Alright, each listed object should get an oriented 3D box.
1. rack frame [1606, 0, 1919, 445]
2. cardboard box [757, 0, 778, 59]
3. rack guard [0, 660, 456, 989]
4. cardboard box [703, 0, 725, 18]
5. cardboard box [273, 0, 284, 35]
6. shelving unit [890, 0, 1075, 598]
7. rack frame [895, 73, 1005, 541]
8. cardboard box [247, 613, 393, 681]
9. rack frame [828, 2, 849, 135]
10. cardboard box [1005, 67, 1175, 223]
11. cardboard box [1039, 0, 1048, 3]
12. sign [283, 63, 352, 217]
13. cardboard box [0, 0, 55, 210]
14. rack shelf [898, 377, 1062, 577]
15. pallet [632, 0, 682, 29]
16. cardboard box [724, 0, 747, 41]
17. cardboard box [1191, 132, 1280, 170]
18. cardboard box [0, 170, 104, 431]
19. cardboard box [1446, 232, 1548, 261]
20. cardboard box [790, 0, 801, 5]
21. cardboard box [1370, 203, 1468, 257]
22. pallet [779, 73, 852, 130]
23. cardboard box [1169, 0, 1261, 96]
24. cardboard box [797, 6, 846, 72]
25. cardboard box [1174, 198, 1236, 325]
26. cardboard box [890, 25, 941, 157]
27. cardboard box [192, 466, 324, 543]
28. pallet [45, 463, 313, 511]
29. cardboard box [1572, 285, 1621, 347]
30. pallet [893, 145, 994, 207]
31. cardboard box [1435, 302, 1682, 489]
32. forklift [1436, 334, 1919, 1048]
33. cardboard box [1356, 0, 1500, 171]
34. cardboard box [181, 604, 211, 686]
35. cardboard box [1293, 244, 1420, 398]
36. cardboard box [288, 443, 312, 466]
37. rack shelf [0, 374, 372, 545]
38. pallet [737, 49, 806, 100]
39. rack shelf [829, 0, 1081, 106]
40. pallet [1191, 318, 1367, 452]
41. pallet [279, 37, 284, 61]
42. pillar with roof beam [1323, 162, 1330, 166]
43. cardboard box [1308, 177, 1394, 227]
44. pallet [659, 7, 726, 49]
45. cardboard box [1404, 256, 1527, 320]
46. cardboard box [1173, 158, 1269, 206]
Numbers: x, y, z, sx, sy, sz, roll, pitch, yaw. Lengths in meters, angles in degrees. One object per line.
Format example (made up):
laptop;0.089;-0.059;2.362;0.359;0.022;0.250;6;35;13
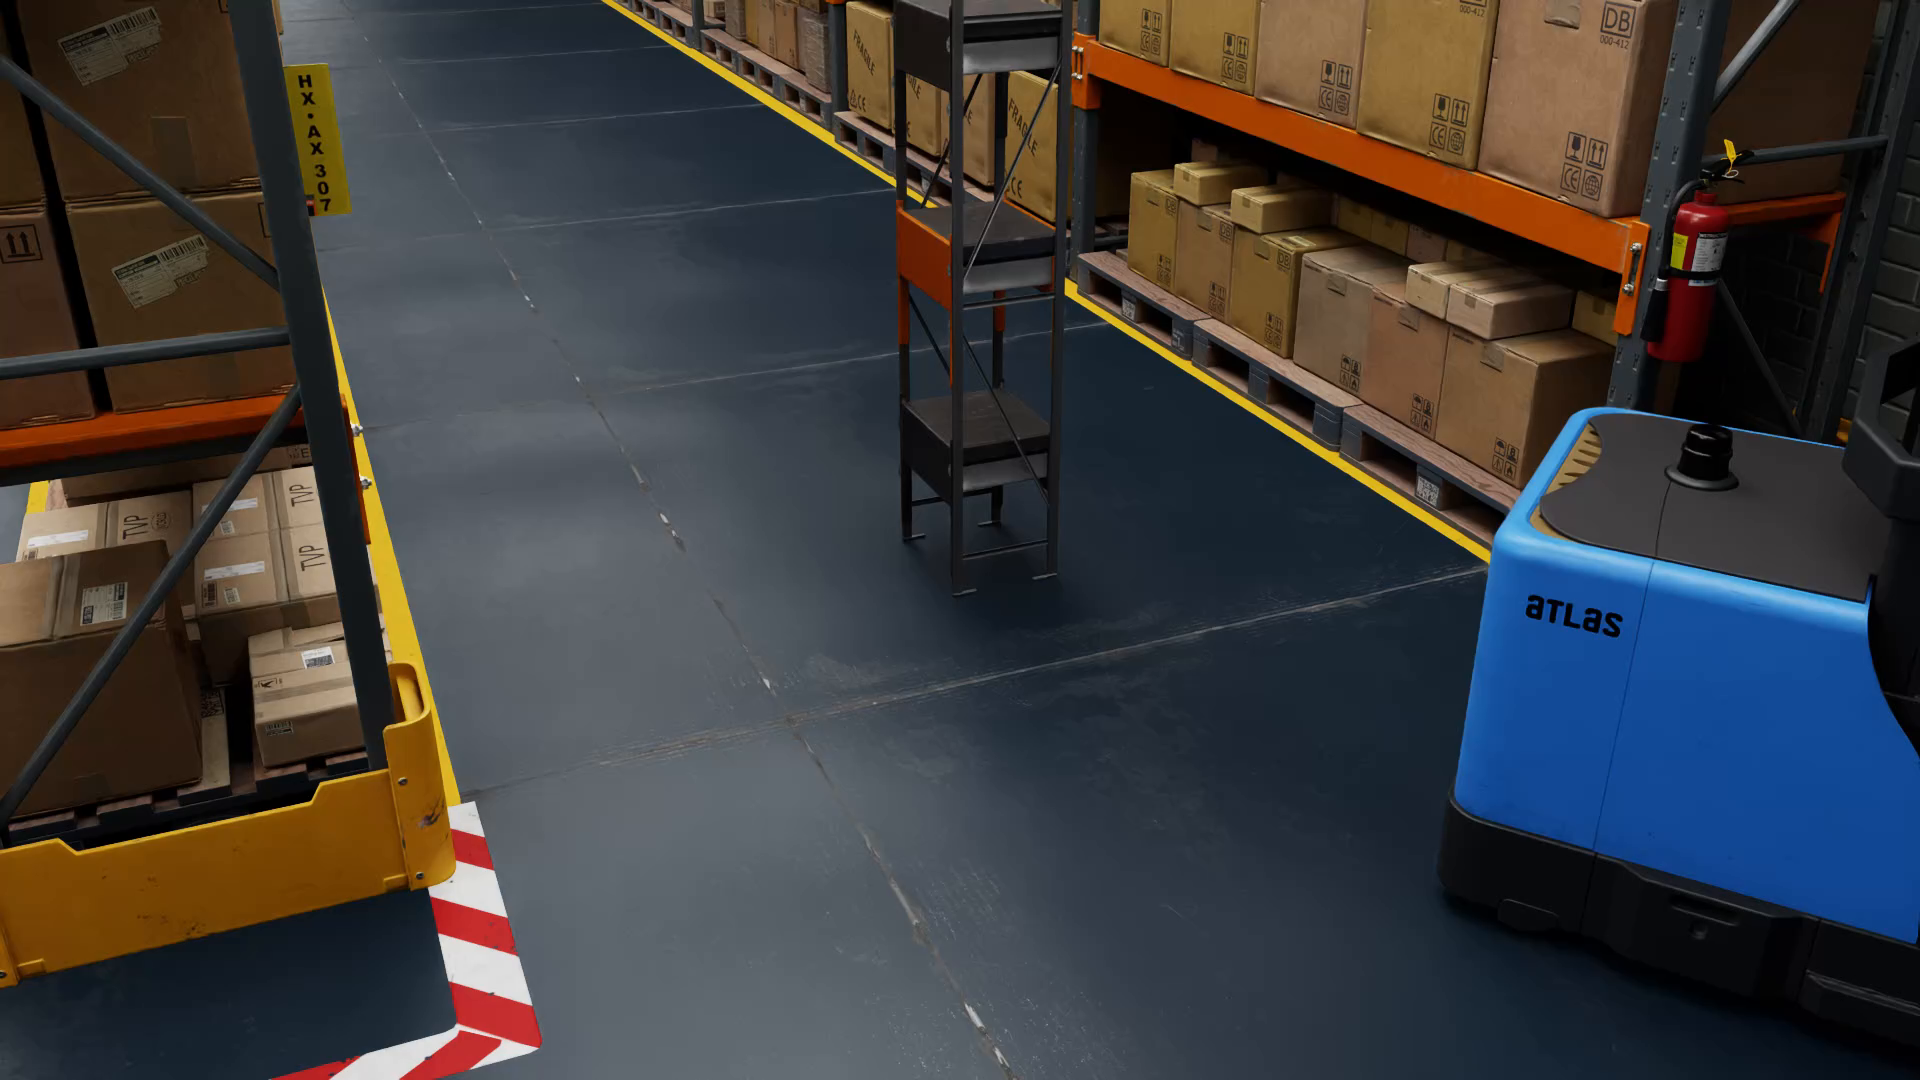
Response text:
rack frame;2.654;-1.239;5.369;1.000;3.000;0.127;-11;28;-21
cardboard box;-1.330;-4.451;14.295;0.700;0.500;0.500;-10;28;-20
rack guard;-1.932;0.706;4.234;1.175;0.500;0.348;-11;28;-21
cardboard box;-2.282;-5.219;16.248;0.380;0.166;0.250;-15;30;-27
cardboard box;-3.448;-2.465;7.286;0.700;0.500;0.500;-22;34;-37
shelving unit;0.065;-0.877;5.652;0.431;2.100;0.503;-11;28;-21
rack frame;-0.031;-0.975;5.854;0.400;2.100;0.015;-11;28;-21
cardboard box;-1.848;0.360;4.822;0.380;0.166;0.250;-11;28;-21
rack frame;-0.479;-4.469;11.984;1.000;3.000;0.127;-11;28;-21
cardboard box;0.714;-2.317;9.548;0.750;0.750;0.750;-10;28;-20
cardboard box;0.574;-2.936;9.107;0.380;0.149;0.250;-10;28;-20
sign;-1.403;-0.869;3.624;0.100;0.325;0.005;-11;28;-21
cardboard box;-2.329;-1.013;3.653;0.500;0.500;0.500;-11;28;-21
rack shelf;0.065;-0.235;5.966;0.431;0.518;0.480;-11;28;-21
pallet;-2.822;-5.589;17.456;1.003;0.211;1.213;-11;28;-21
cardboard box;-1.741;-4.864;15.140;0.700;0.500;0.500;-10;28;-19
cardboard box;1.412;-1.984;8.526;0.380;0.149;0.250;-11;28;-21
cardboard box;-2.328;-0.565;3.875;0.500;0.500;0.500;-10;28;-19
cardboard box;2.225;-1.151;6.819;0.380;0.149;0.250;-10;28;-20
cardboard box;-1.180;-4.610;13.765;0.500;0.250;0.500;-11;28;-21
cardboard box;2.023;-1.357;7.241;0.380;0.149;0.250;-10;28;-20
pallet;-0.783;-3.531;13.242;1.003;0.211;1.213;-11;28;-21
cardboard box;1.566;-2.471;7.551;0.980;0.700;0.700;-11;28;-22
cardboard box;-0.903;-4.053;13.479;0.700;0.500;0.500;-11;28;-21
cardboard box;1.480;-1.396;8.062;0.700;0.500;0.500;-11;28;-21
cardboard box;0.026;-3.017;10.982;0.750;0.750;0.750;-11;28;-21
cardboard box;-2.246;-0.021;5.506;0.500;0.250;0.500;-11;28;-21
pallet;-2.719;0.023;5.963;1.003;0.211;1.213;-11;28;-21
cardboard box;2.521;-0.845;6.194;0.380;0.149;0.250;-10;28;-20
pallet;0.235;-2.393;10.910;1.003;0.211;1.213;-11;28;-21
cardboard box;2.288;-0.570;6.369;0.700;0.500;0.500;-11;28;-21
forklift;2.772;-0.234;3.388;3.031;2.935;1.130;14;29;26
cardboard box;2.150;-1.870;6.319;0.980;0.700;0.700;-11;28;-21
cardboard box;-2.418;0.333;4.877;0.380;0.166;0.250;-11;28;-21
cardboard box;1.895;-0.975;7.198;0.700;0.500;0.500;-12;28;-22
cardboard box;-2.691;-0.507;6.432;0.500;0.311;0.500;-11;28;-21
rack shelf;-2.685;-0.871;5.434;1.077;0.370;4.000;-11;28;-21
pallet;-1.257;-4.023;14.249;1.003;0.211;1.213;-11;28;-21
rack shelf;0.305;-3.338;10.488;1.077;0.370;4.000;-11;28;-21
pallet;1.795;-0.787;7.622;1.003;0.211;1.213;-11;28;-21
pallet;-3.681;-2.256;7.671;1.003;0.211;1.213;-11;28;-21
pillar with roof beam;-1.803;-4.676;5.571;9.100;9.000;0.400;-11;28;-21
cardboard box;1.822;-1.563;7.664;0.380;0.149;0.250;-10;28;-20
pallet;-2.341;-5.096;16.446;1.003;0.211;1.213;-11;28;-21
cardboard box;1.970;-0.985;6.480;0.380;0.149;0.250;-10;28;-19
cardboard box;1.253;-1.722;7.989;0.380;0.149;0.250;-10;28;-19
